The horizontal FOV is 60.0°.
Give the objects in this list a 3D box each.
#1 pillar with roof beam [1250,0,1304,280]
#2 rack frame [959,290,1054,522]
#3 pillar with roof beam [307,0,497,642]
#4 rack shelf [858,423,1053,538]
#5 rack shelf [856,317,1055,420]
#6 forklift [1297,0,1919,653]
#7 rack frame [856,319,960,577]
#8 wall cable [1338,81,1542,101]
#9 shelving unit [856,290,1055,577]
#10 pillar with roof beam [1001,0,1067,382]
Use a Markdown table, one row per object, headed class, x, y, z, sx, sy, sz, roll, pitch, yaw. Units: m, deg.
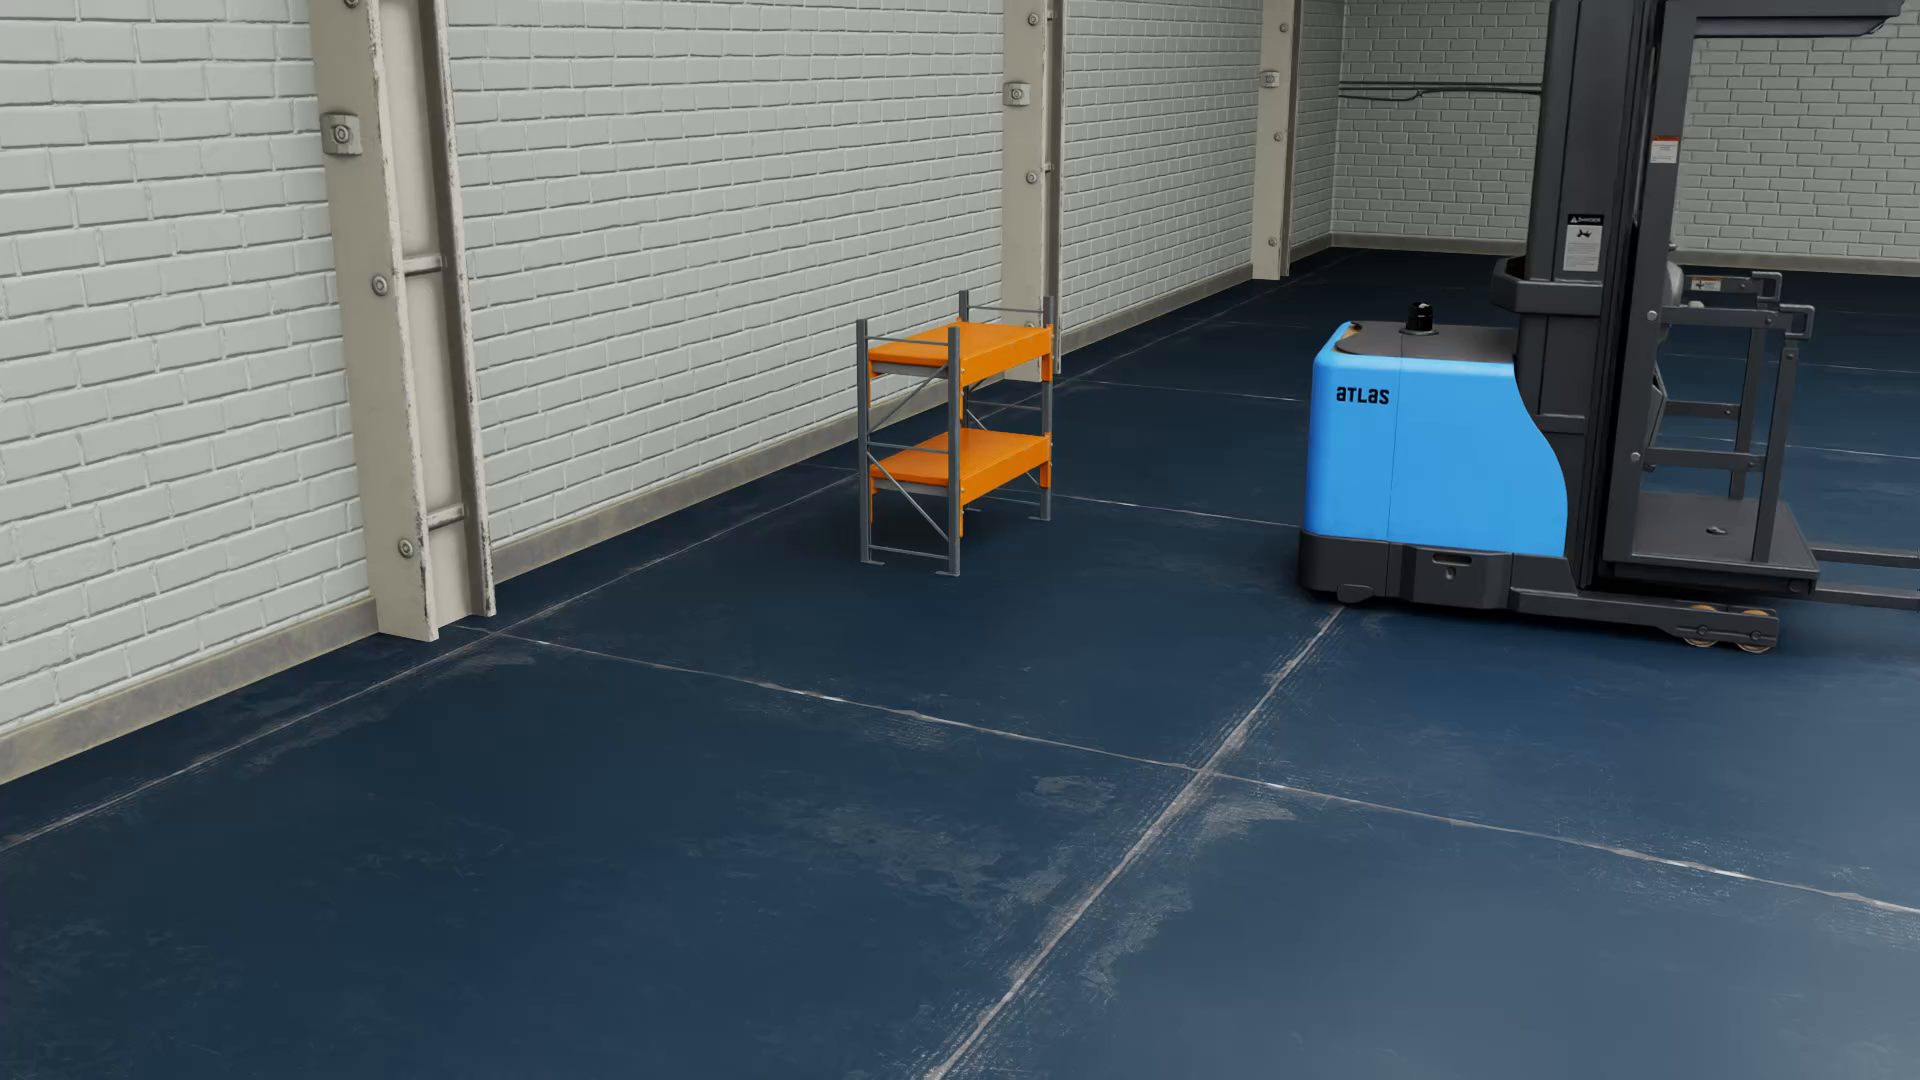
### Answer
| class | x | y | z | sx | sy | sz | roll | pitch | yaw |
| --- | --- | --- | --- | --- | --- | --- | --- | --- | --- |
| pillar with roof beam | 7.044 | -6.485 | 14.052 | 9.100 | 9.000 | 0.400 | 8 | 18 | 25 |
| rack frame | 0.224 | -0.667 | 8.294 | 0.500 | 1.125 | 0.032 | 8 | 18 | 25 |
| pillar with roof beam | 1.682 | -3.428 | 3.761 | 9.100 | 9.000 | 0.400 | 8 | 18 | 25 |
| rack shelf | -0.003 | -0.303 | 7.928 | 0.538 | 0.278 | 1.000 | 8 | 18 | 25 |
| rack shelf | -0.003 | -0.818 | 7.775 | 0.538 | 0.278 | 1.000 | 8 | 18 | 25 |
| forklift | 3.024 | -1.132 | 6.688 | 3.031 | 2.935 | 1.130 | 6 | 17 | 18 |
| rack frame | -0.230 | -0.408 | 7.422 | 0.500 | 1.125 | 0.032 | 8 | 18 | 25 |
| wall cable | 5.692 | -6.126 | 18.298 | 3.097 | 2.526 | 0.112 | 8 | 18 | 25 |
| shelving unit | -0.003 | -0.537 | 7.858 | 0.538 | 1.125 | 1.048 | 8 | 18 | 25 |
| pillar with roof beam | 4.363 | -4.956 | 8.906 | 9.100 | 9.000 | 0.400 | 8 | 18 | 25 |
